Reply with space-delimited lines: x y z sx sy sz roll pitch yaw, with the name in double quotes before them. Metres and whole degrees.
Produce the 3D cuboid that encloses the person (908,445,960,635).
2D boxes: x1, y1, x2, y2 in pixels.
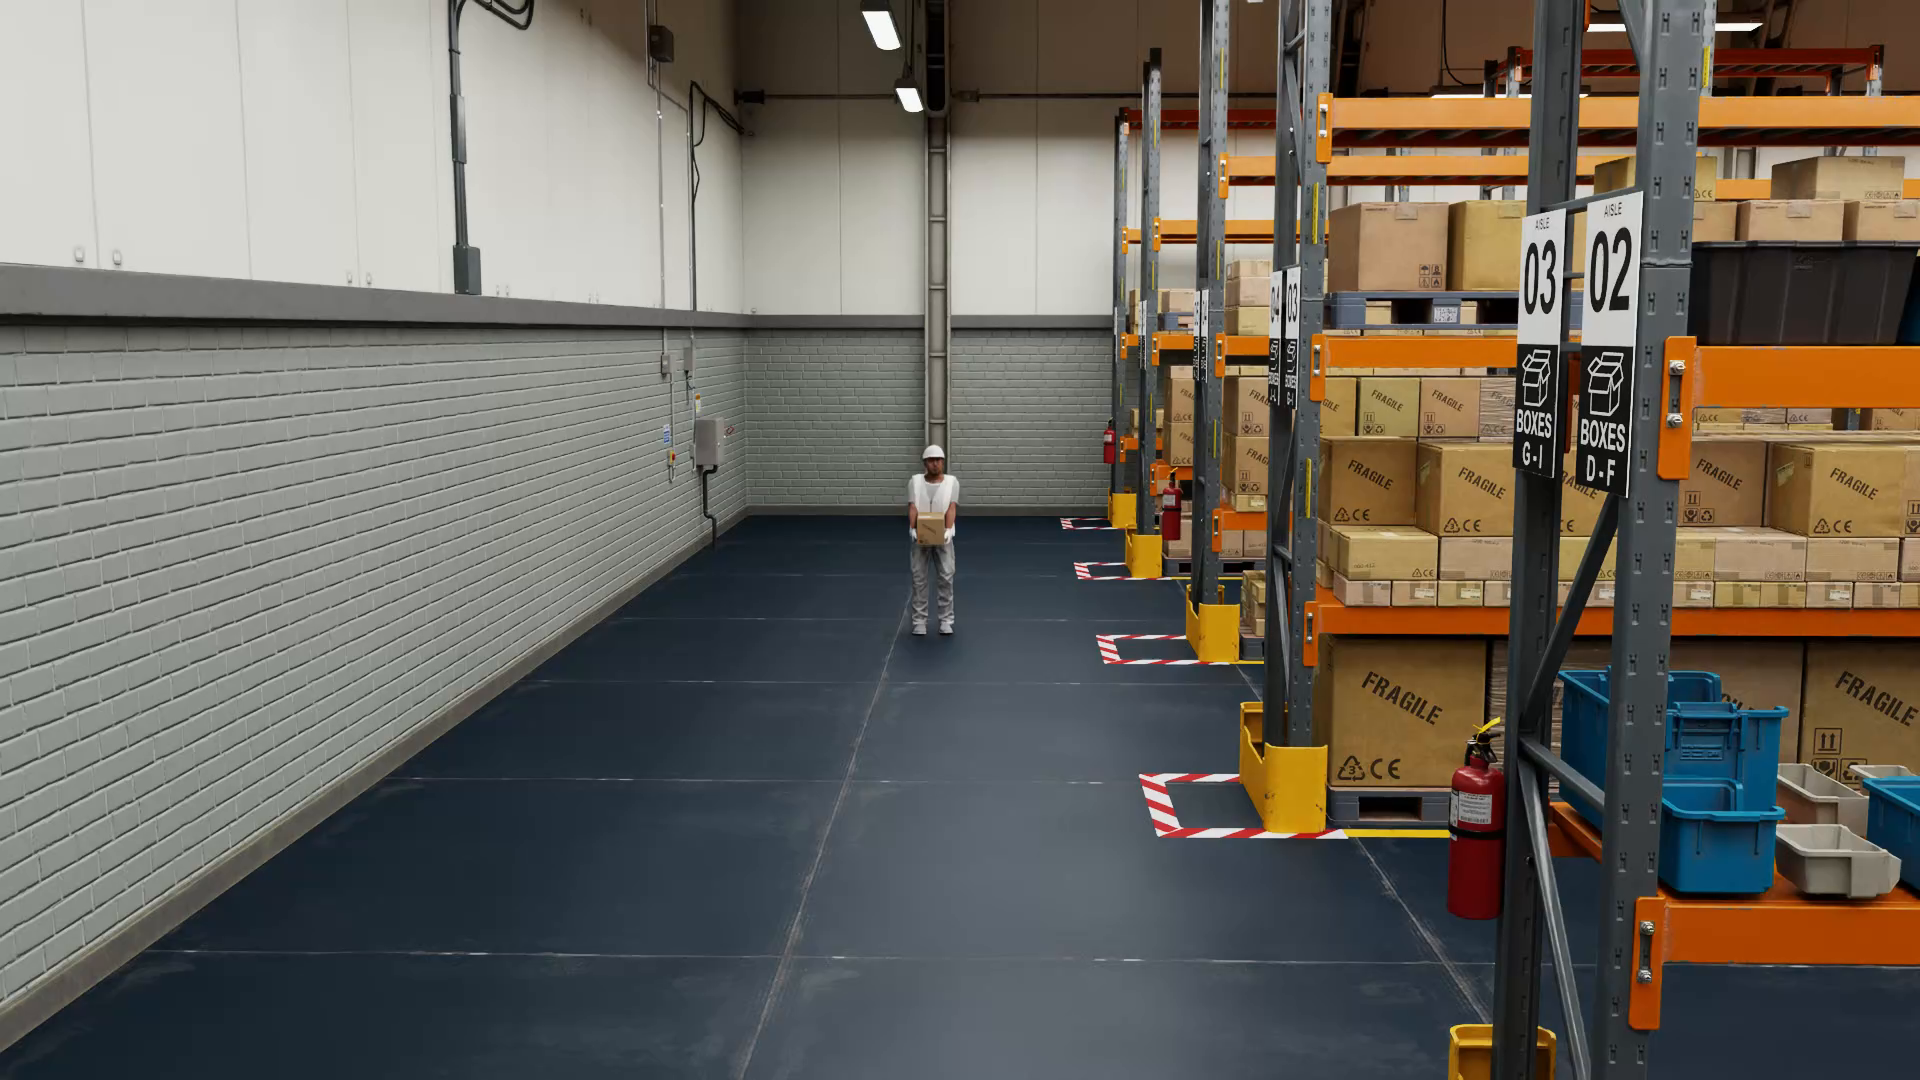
"person" -0.252 0.004 15.646 0.490 1.782 0.578 0 7 1
